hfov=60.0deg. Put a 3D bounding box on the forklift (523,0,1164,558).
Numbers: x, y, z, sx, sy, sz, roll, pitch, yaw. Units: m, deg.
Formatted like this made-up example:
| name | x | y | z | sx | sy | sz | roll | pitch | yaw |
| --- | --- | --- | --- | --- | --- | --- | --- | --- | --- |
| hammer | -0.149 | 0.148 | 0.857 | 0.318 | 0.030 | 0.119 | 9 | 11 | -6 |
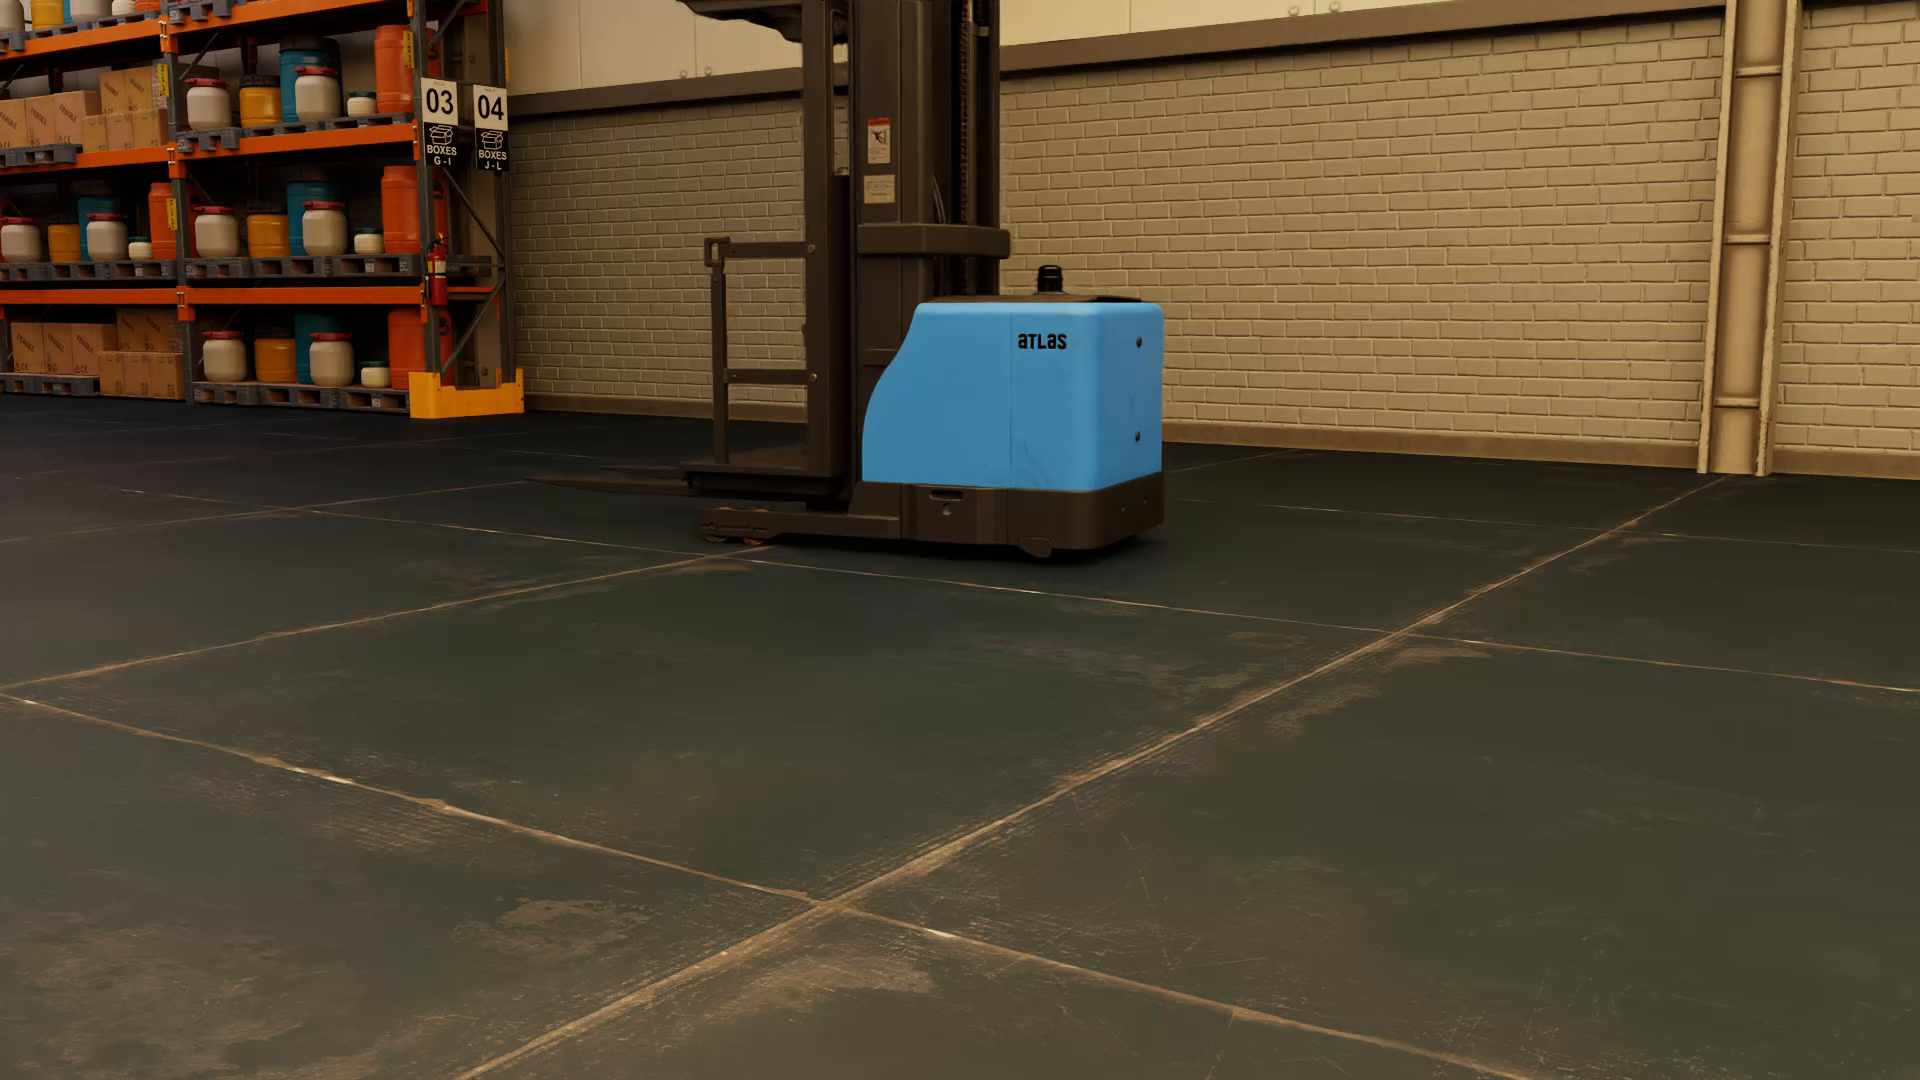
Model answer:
| name | x | y | z | sx | sy | sz | roll | pitch | yaw |
| --- | --- | --- | --- | --- | --- | --- | --- | --- | --- |
| forklift | -0.627 | -1.489 | 7.663 | 3.031 | 2.935 | 1.130 | 4 | 9 | 24 |
